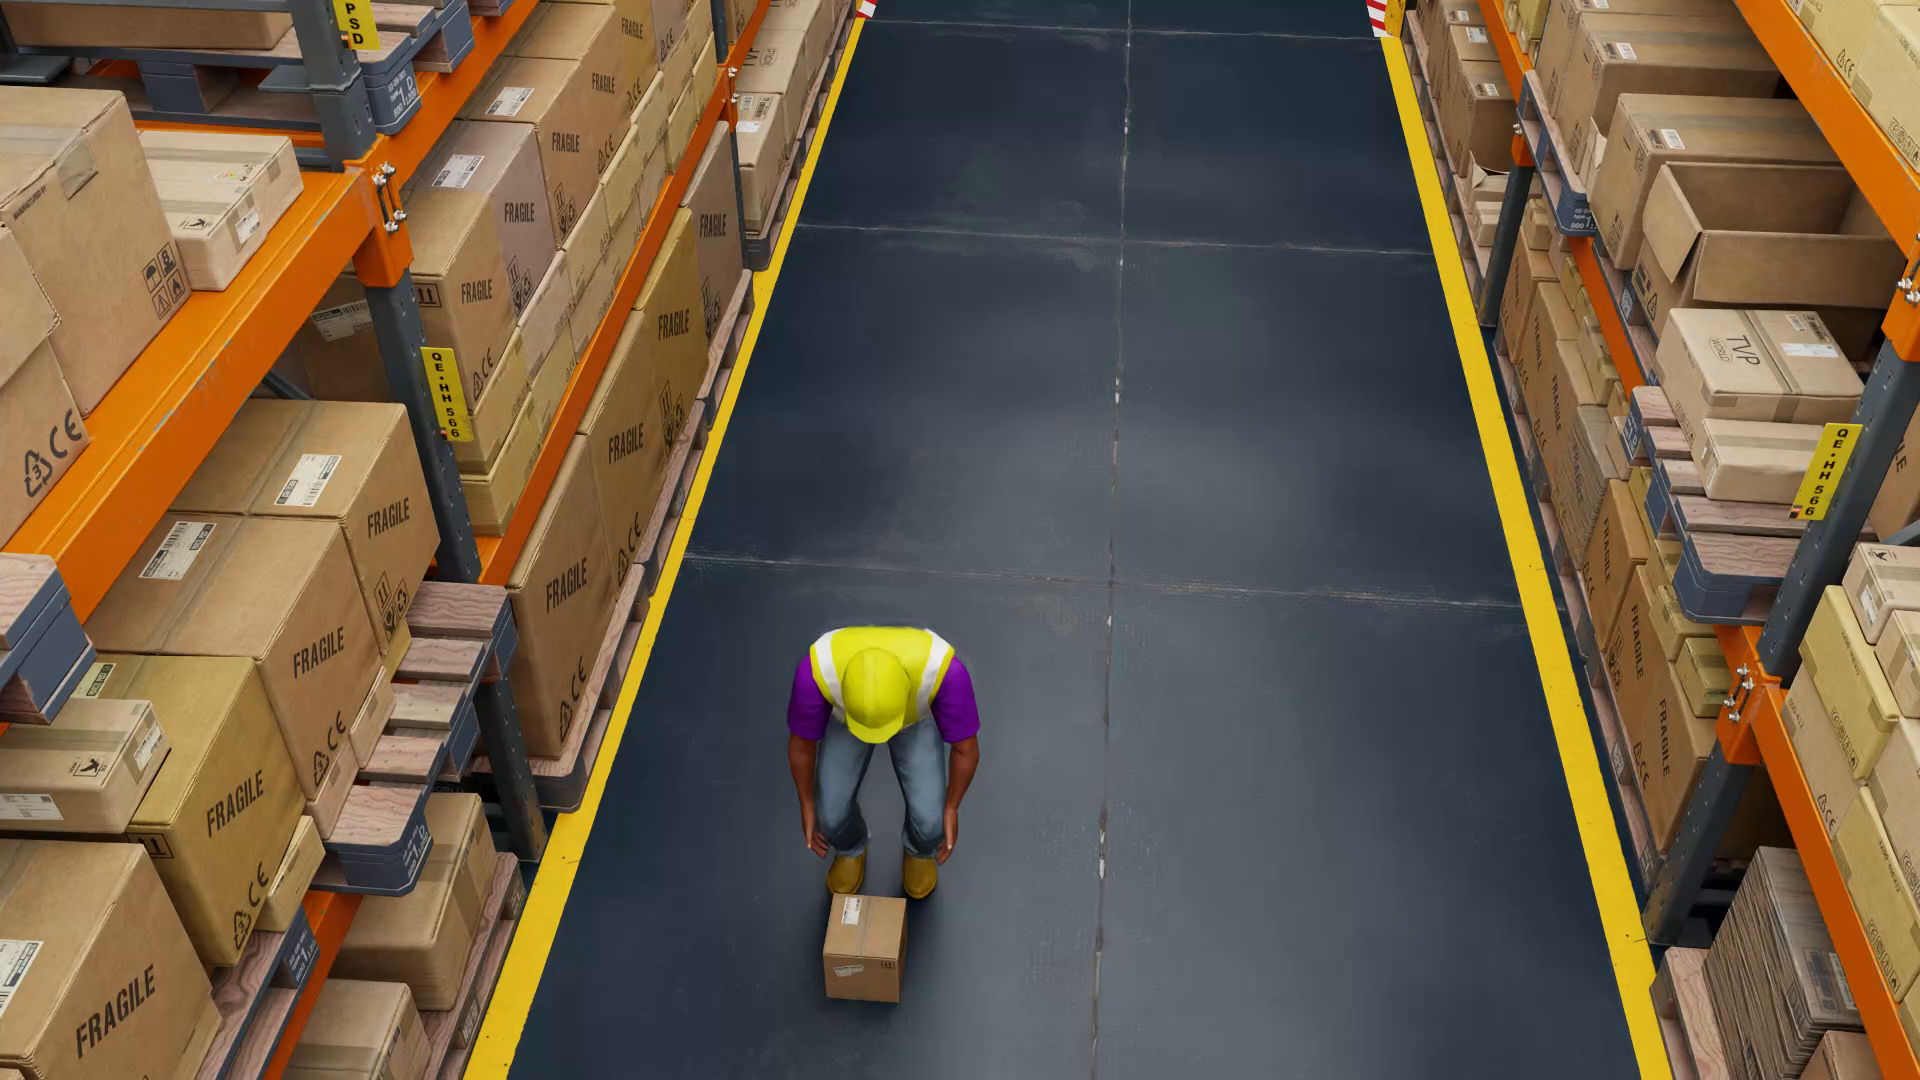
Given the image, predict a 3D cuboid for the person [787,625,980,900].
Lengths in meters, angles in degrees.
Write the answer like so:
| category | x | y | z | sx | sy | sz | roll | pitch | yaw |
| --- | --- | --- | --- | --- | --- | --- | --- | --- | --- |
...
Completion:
| category | x | y | z | sx | sy | sz | roll | pitch | yaw |
| --- | --- | --- | --- | --- | --- | --- | --- | --- | --- |
| person | -0.241 | 0.706 | 5.599 | 0.631 | 1.373 | 0.779 | 3 | 40 | 4 |
